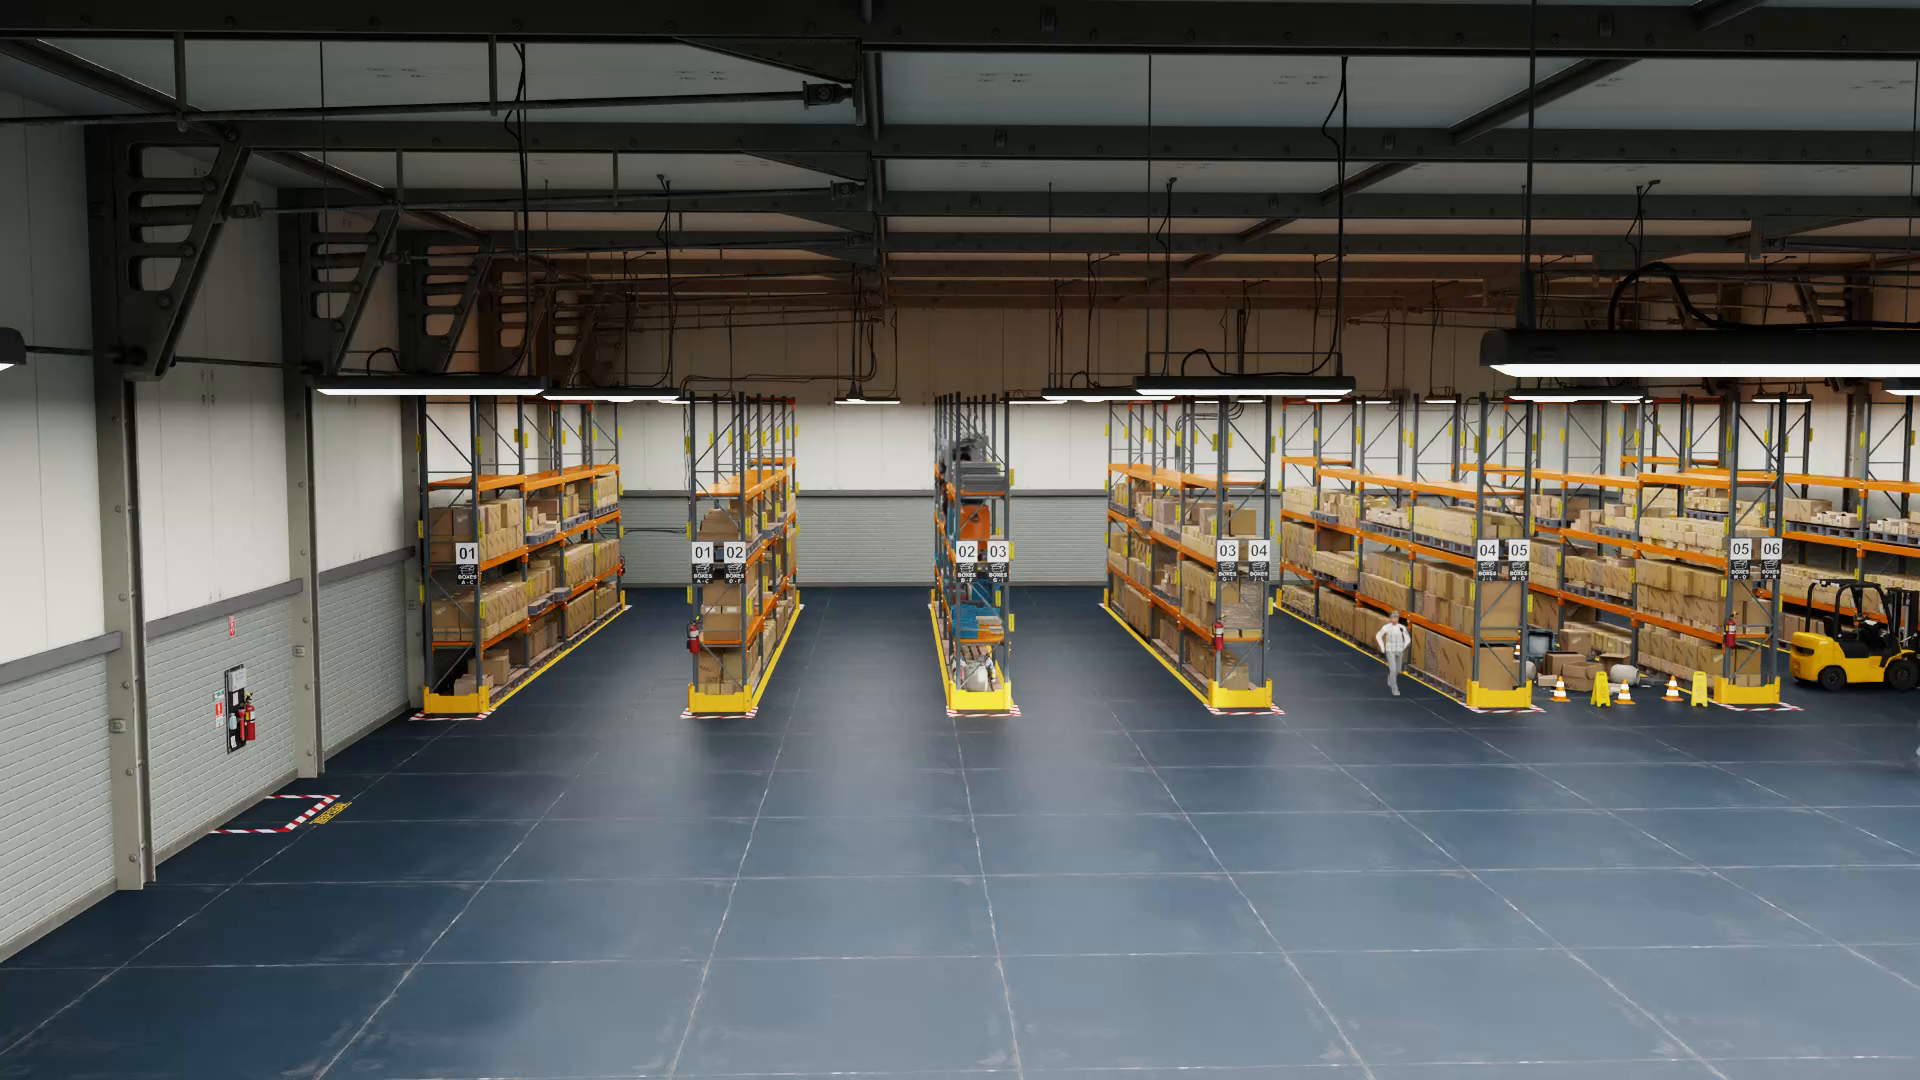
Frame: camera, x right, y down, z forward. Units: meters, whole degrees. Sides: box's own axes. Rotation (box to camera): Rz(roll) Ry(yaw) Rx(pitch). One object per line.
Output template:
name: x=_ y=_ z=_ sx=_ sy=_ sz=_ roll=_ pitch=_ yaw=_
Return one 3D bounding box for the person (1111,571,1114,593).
person: x=4.569 y=1.020 z=48.728 sx=0.697 sy=1.711 sz=0.576 roll=1 pitch=5 yaw=17

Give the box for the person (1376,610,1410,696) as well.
person: x=8.640 y=2.221 z=33.154 sx=0.642 sy=1.671 sz=0.877 roll=0 pitch=5 yaw=-3
